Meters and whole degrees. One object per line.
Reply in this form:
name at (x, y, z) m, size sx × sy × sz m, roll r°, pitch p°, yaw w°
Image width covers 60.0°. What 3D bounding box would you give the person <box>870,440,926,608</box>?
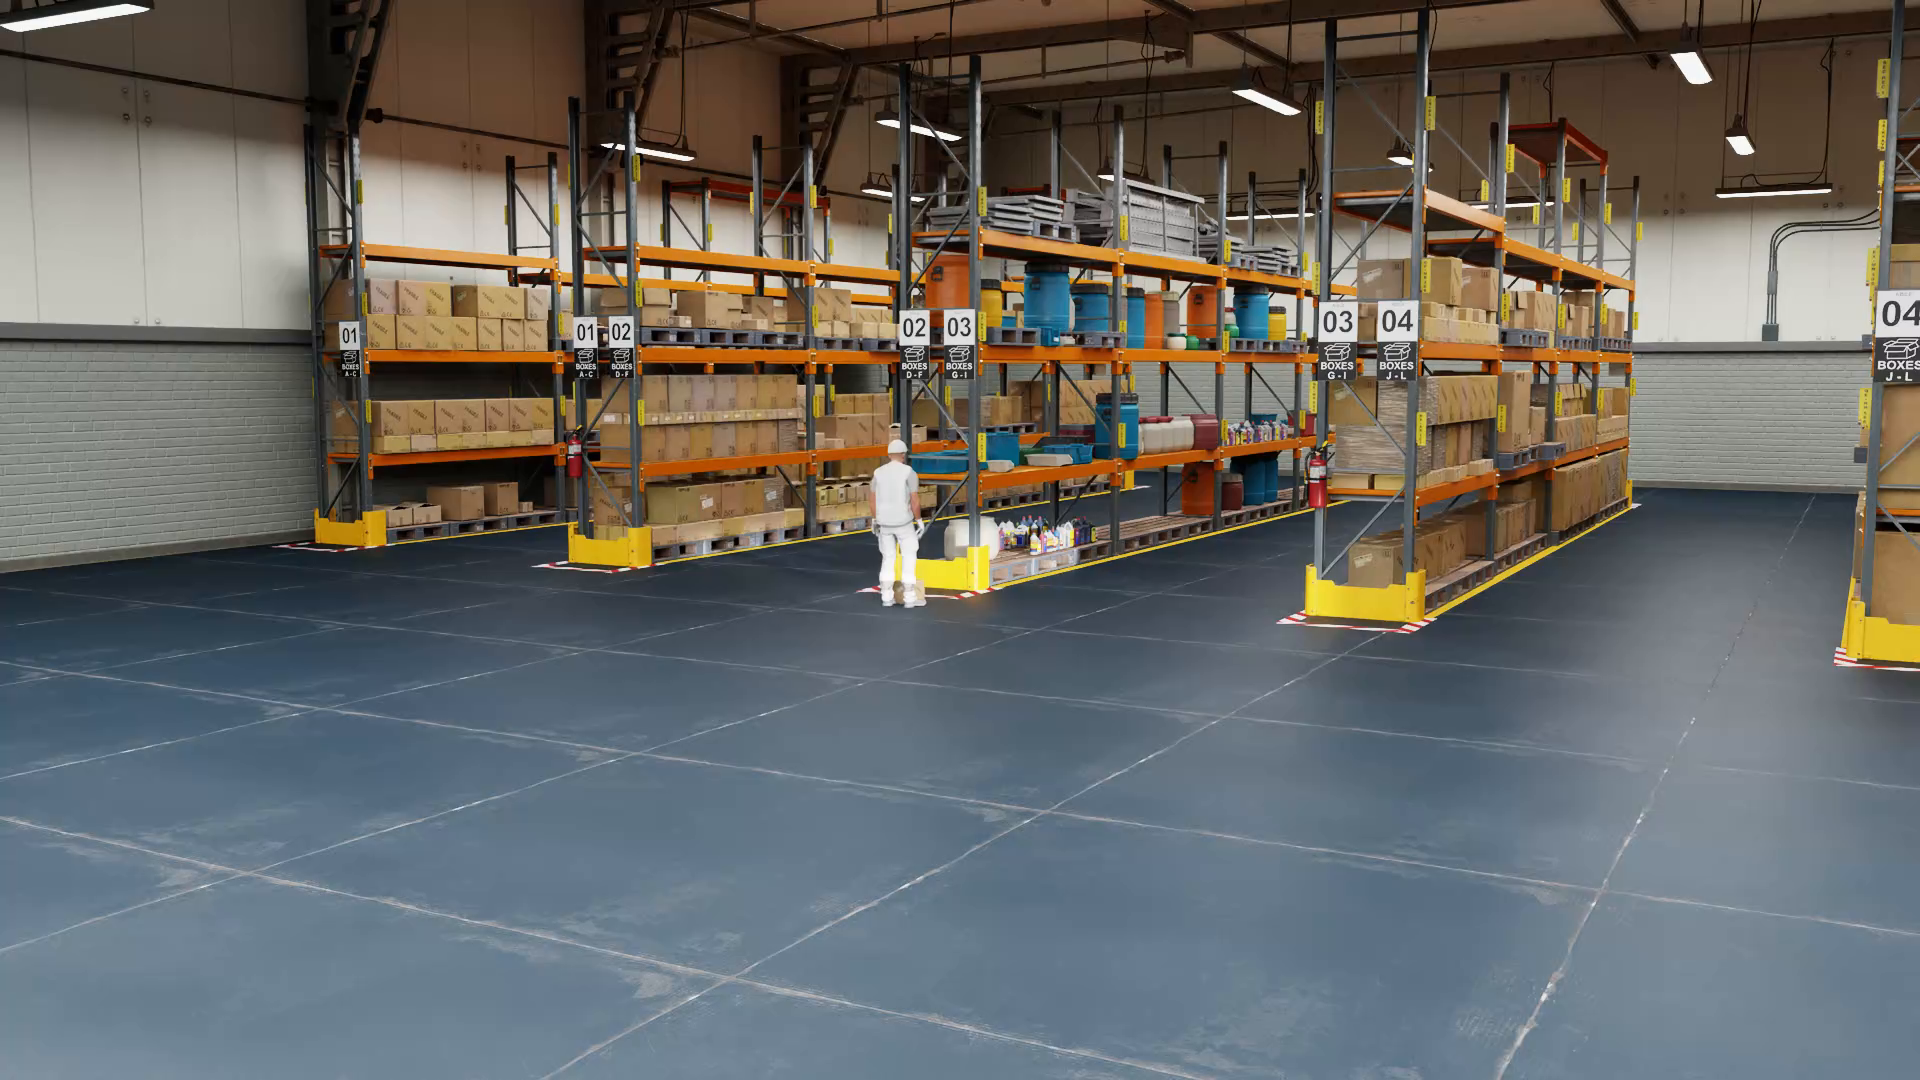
person at (-0.667, -0.180, 17.764) m, size 0.606 × 1.778 × 0.453 m, roll 3°, pitch 6°, yaw 25°
